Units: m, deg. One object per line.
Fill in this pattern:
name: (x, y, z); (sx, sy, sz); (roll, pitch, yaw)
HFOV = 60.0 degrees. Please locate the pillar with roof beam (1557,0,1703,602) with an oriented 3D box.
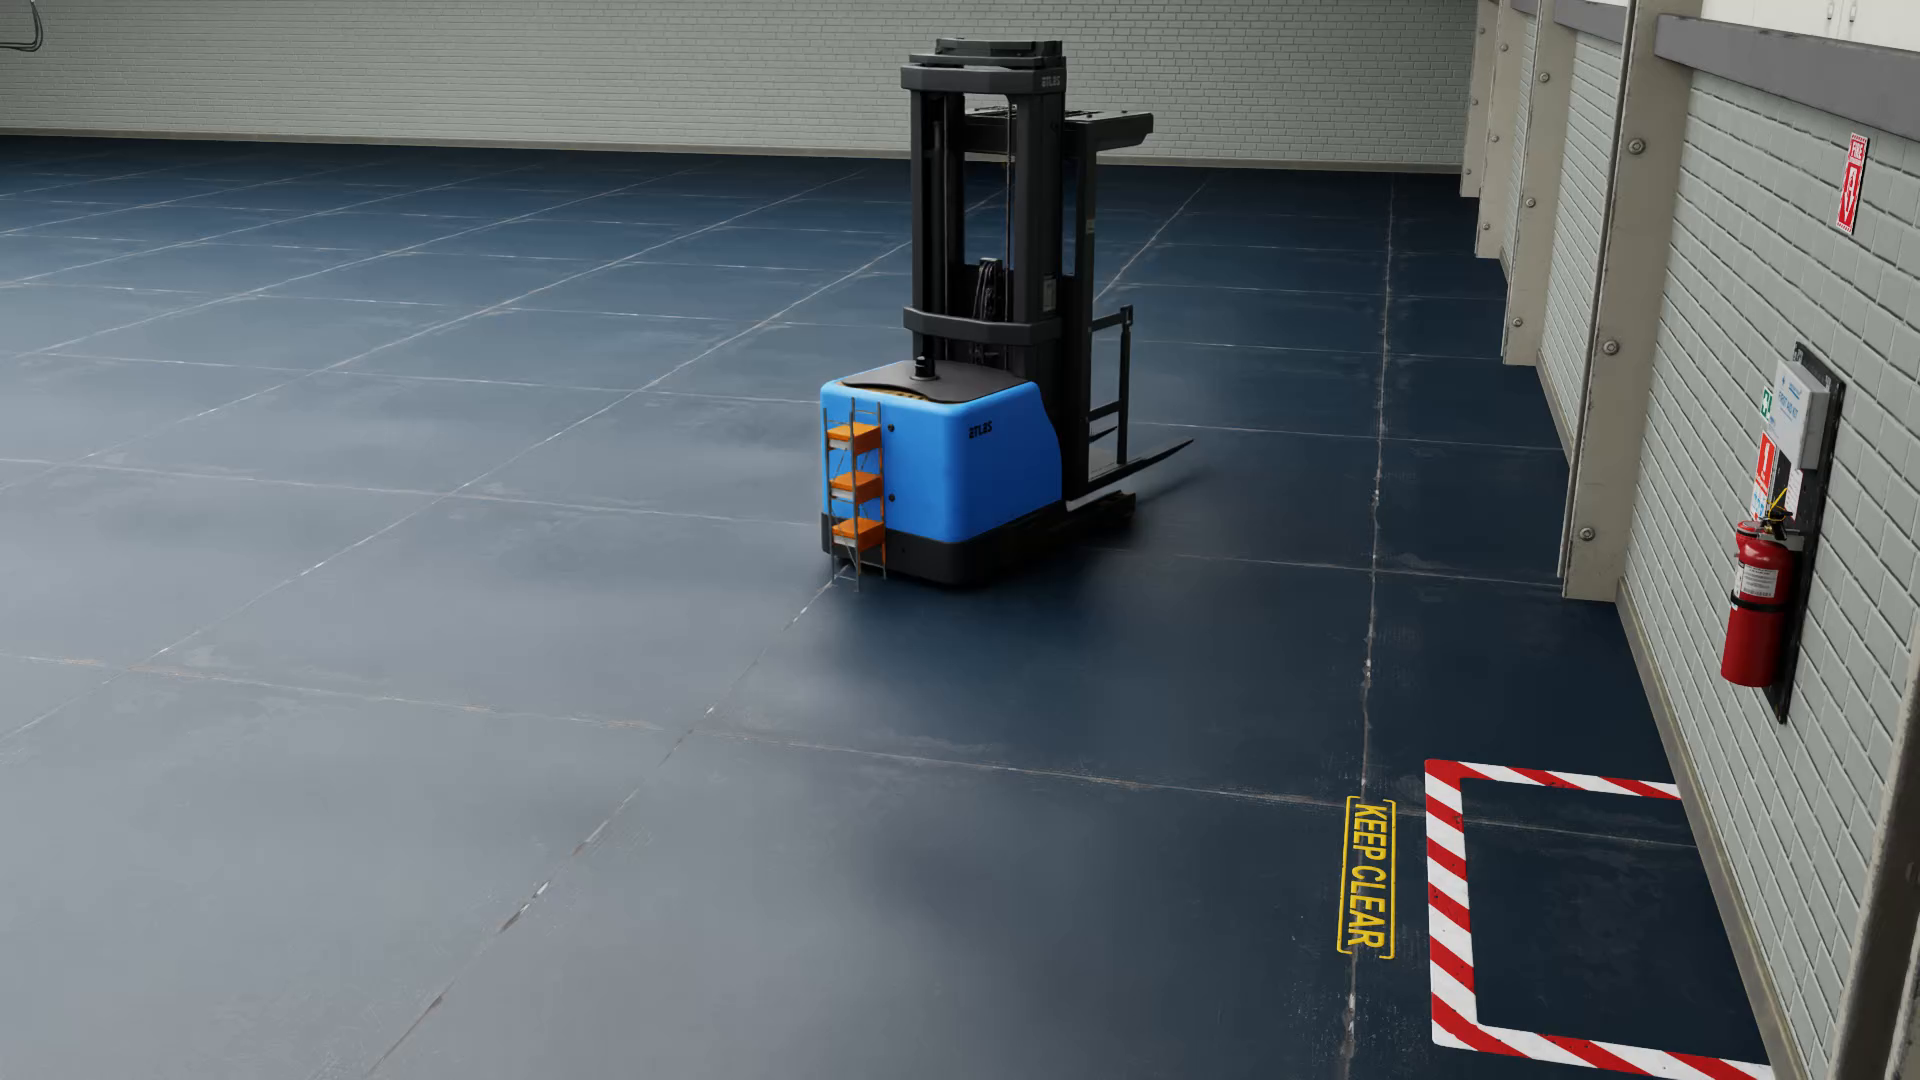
pillar with roof beam: (-0.622, -4.327, 8.935); (9.100, 9.000, 0.400); (5, 19, 13)

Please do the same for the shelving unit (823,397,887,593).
shelving unit: (-0.582, -0.250, 9.283); (0.215, 1.050, 0.252); (13, 24, 33)

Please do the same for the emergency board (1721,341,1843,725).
emergency board: (2.728, -0.039, 5.662); (0.194, 1.169, 0.643); (5, 19, 13)

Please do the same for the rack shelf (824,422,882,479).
rack shelf: (-0.587, -0.506, 9.188); (0.215, 0.259, 0.240); (13, 24, 33)

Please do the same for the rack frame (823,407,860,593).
rack frame: (-0.653, -0.214, 9.190); (0.200, 1.050, 0.008); (13, 24, 33)

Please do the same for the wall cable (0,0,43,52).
wall cable: (-20.592, -11.466, 34.640); (3.097, 2.526, 0.112); (5, 19, 13)

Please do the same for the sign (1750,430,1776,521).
sign: (2.963, -0.221, 6.140); (0.001, 0.329, 0.234); (5, 19, 13)

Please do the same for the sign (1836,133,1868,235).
sign: (2.826, -1.131, 5.272); (0.001, 0.298, 0.199); (5, 19, 13)

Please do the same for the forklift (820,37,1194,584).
forklift: (0.465, -1.554, 10.204); (1.130, 2.935, 3.031); (13, 23, 34)

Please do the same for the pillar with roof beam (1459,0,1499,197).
pillar with roof beam: (3.776, -9.969, 25.453); (9.100, 9.000, 0.400); (5, 19, 13)

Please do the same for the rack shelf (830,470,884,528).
rack shelf: (-0.582, -0.240, 9.287); (0.215, 0.259, 0.240); (13, 24, 33)

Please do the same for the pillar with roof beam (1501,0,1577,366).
pillar with roof beam: (0.844, -6.208, 14.441); (9.100, 9.000, 0.400); (5, 19, 13)

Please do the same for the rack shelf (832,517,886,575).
rack shelf: (-0.577, 0.021, 9.383); (0.215, 0.259, 0.240); (13, 24, 33)

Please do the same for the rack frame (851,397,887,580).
rack frame: (-0.512, -0.286, 9.376); (0.200, 1.050, 0.008); (13, 24, 33)

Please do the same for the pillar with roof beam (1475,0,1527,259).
pillar with roof beam: (2.310, -8.089, 19.947); (9.100, 9.000, 0.400); (5, 19, 13)

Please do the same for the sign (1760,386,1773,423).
sign: (2.953, -0.472, 6.052); (0.001, 0.109, 0.331); (5, 19, 13)
